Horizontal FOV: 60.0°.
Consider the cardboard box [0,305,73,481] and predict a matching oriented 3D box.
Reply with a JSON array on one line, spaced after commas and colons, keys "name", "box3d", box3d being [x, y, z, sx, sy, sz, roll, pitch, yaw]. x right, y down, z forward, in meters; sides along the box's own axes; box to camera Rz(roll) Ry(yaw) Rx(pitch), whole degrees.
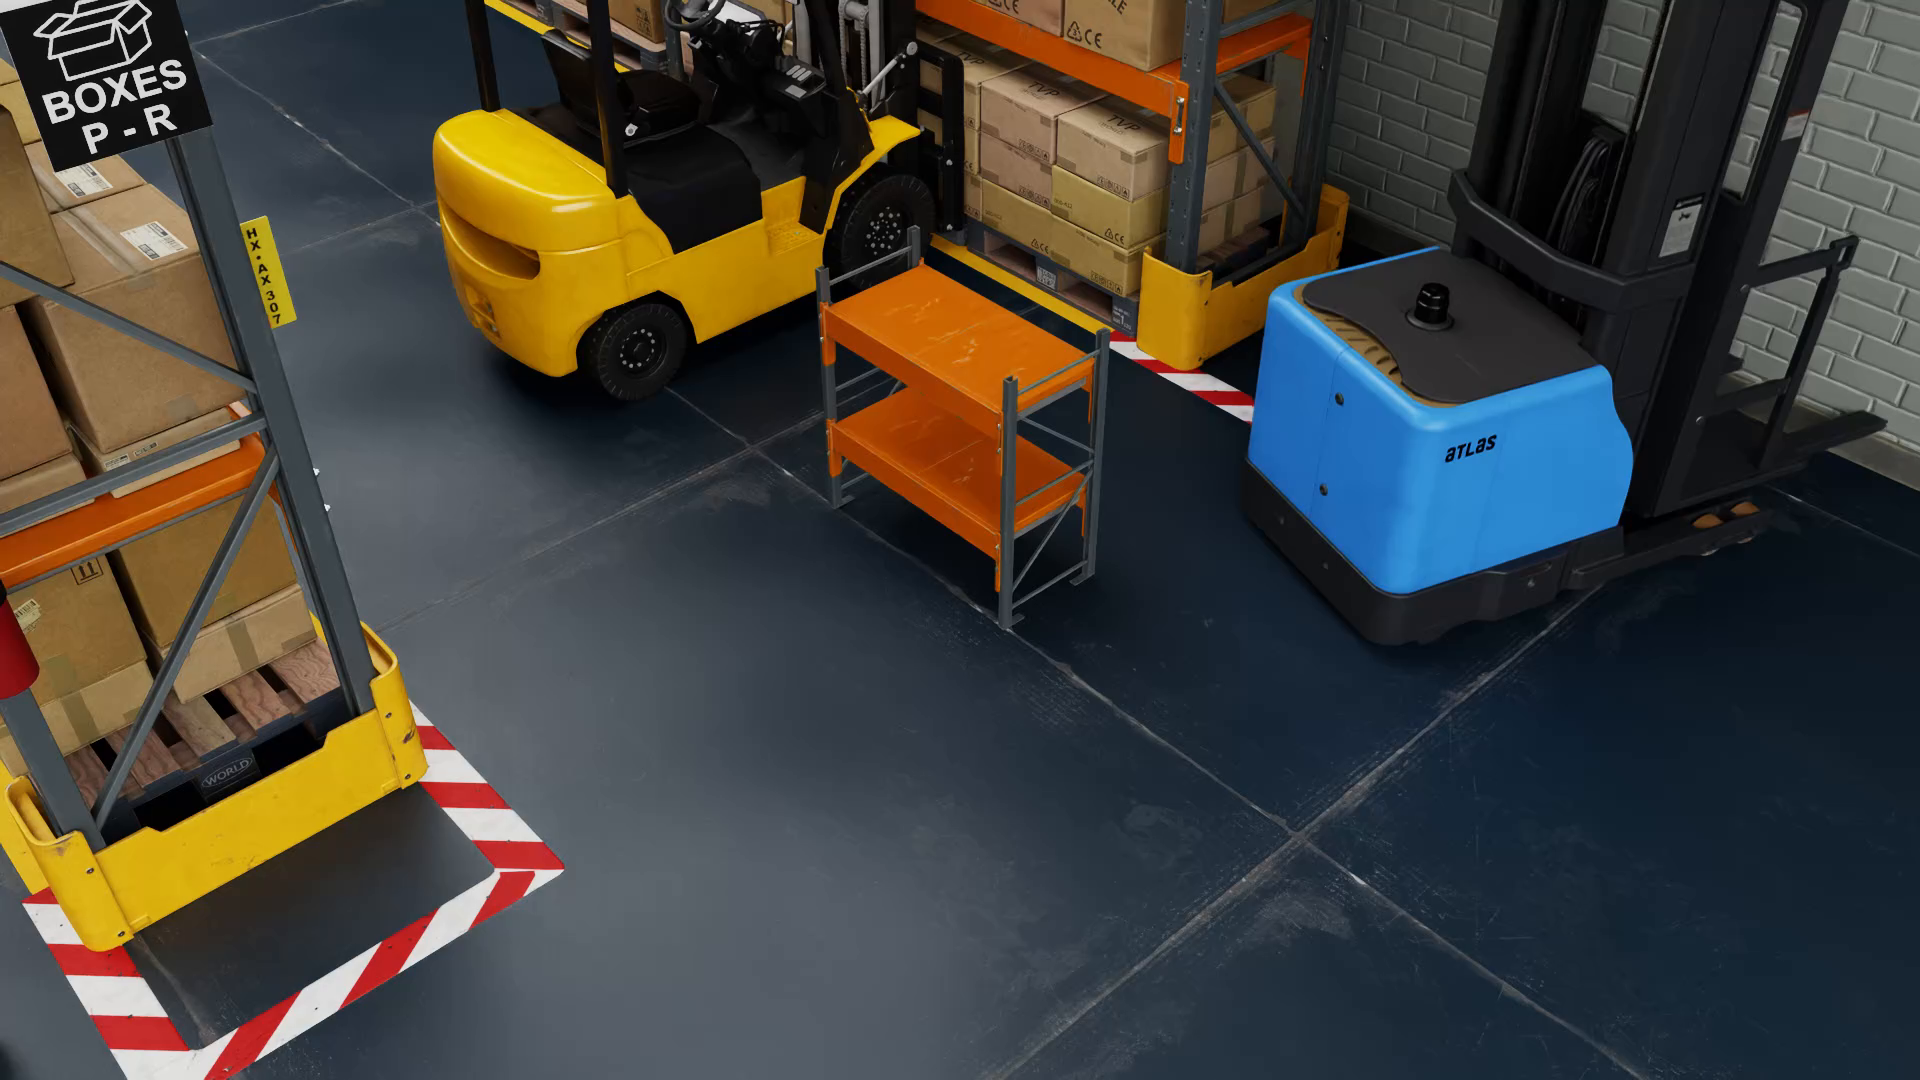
[{"name": "cardboard box", "box3d": [-2.884, -0.452, 4.606, 0.500, 0.500, 0.500, -31, 48, -32]}]

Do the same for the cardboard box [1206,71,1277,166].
[{"name": "cardboard box", "box3d": [1.154, -2.060, 7.971, 0.500, 0.250, 0.500, -31, 48, -32]}]

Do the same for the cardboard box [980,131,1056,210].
[{"name": "cardboard box", "box3d": [0.449, -1.891, 8.161, 0.500, 0.250, 0.500, -30, 48, -32]}]

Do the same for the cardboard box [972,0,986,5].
[{"name": "cardboard box", "box3d": [0.123, -2.910, 7.886, 0.500, 0.500, 0.500, -31, 48, -32]}]

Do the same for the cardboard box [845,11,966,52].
[{"name": "cardboard box", "box3d": [-0.237, -2.538, 8.564, 0.500, 0.250, 0.500, -31, 48, -33]}]

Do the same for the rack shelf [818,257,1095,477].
[{"name": "rack shelf", "box3d": [-0.005, -0.668, 6.217, 0.538, 0.278, 1.000, -30, 48, -32]}]

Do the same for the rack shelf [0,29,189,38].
[{"name": "rack shelf", "box3d": [-3.667, -1.976, 4.994, 1.077, 0.370, 4.000, -30, 48, -32]}]

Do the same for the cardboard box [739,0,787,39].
[{"name": "cardboard box", "box3d": [-0.931, -3.010, 9.148, 0.500, 0.250, 0.500, -30, 48, -32]}]

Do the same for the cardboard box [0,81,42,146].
[{"name": "cardboard box", "box3d": [-3.128, -1.128, 5.443, 0.500, 0.500, 0.500, -31, 48, -33]}]

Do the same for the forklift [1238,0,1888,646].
[{"name": "forklift", "box3d": [2.702, -1.364, 6.106, 3.031, 2.935, 1.130, -16, 42, -19]}]

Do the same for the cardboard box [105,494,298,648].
[{"name": "cardboard box", "box3d": [-2.672, -0.050, 5.682, 0.500, 0.500, 0.500, -32, 49, -33]}]

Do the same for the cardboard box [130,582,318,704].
[{"name": "cardboard box", "box3d": [-2.656, 0.253, 5.904, 0.500, 0.250, 0.500, -30, 48, -32]}]

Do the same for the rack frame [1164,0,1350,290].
[{"name": "rack frame", "box3d": [1.340, -2.274, 7.178, 1.000, 3.000, 0.127, -30, 48, -32]}]

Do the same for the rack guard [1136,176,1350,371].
[{"name": "rack guard", "box3d": [1.356, -1.290, 7.950, 1.175, 0.500, 0.348, -30, 48, -32]}]

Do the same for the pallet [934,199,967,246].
[{"name": "pallet", "box3d": [-0.029, -2.090, 9.169, 1.003, 0.211, 1.213, -30, 48, -32]}]

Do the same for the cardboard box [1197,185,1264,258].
[{"name": "cardboard box", "box3d": [1.152, -1.678, 8.295, 0.500, 0.250, 0.500, -30, 48, -32]}]

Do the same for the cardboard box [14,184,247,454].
[{"name": "cardboard box", "box3d": [-2.430, -0.655, 4.857, 0.500, 0.500, 0.500, -31, 48, -32]}]

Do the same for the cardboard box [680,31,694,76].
[{"name": "cardboard box", "box3d": [-1.282, -2.854, 9.751, 0.500, 0.250, 0.500, -29, 47, -31]}]

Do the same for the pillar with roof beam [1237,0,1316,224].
[{"name": "pillar with roof beam", "box3d": [-1.638, -3.484, 3.901, 9.100, 9.000, 0.400, -30, 48, -32]}]

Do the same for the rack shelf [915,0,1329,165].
[{"name": "rack shelf", "box3d": [-0.013, -2.920, 8.550, 1.077, 0.370, 4.000, -30, 48, -32]}]

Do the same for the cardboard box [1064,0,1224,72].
[{"name": "cardboard box", "box3d": [0.814, -2.429, 7.291, 0.500, 0.500, 0.500, -31, 48, -33]}]

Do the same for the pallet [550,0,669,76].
[{"name": "pallet", "box3d": [-1.893, -3.365, 10.748, 1.003, 0.211, 1.213, -30, 48, -32]}]

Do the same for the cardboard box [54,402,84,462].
[{"name": "cardboard box", "box3d": [-2.573, -0.421, 5.084, 0.380, 0.149, 0.250, -29, 47, -31]}]

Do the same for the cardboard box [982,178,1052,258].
[{"name": "cardboard box", "box3d": [0.460, -1.685, 8.303, 0.500, 0.250, 0.500, -30, 48, -32]}]

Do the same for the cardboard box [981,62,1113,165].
[{"name": "cardboard box", "box3d": [0.449, -2.071, 7.985, 0.500, 0.250, 0.500, -29, 47, -31]}]

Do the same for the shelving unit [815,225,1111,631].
[{"name": "shelving unit", "box3d": [-0.005, -0.441, 6.400, 0.538, 1.125, 1.048, -30, 48, -32]}]

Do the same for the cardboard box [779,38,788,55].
[{"name": "cardboard box", "box3d": [-0.924, -2.826, 9.318, 0.500, 0.250, 0.500, -30, 48, -32]}]

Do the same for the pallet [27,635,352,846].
[{"name": "pallet", "box3d": [-2.889, 0.496, 5.968, 1.003, 0.211, 1.213, -30, 48, -32]}]

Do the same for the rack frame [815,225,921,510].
[{"name": "rack frame", "box3d": [-0.348, -0.676, 6.692, 0.500, 1.125, 0.032, -30, 48, -32]}]

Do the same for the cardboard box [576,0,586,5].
[{"name": "cardboard box", "box3d": [-2.246, -3.964, 10.826, 0.875, 0.625, 0.625, -30, 48, -32]}]

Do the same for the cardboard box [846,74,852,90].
[{"name": "cardboard box", "box3d": [-0.251, -2.354, 8.734, 0.500, 0.250, 0.500, -30, 48, -32]}]

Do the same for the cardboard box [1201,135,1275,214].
[{"name": "cardboard box", "box3d": [1.175, -1.868, 8.132, 0.500, 0.250, 0.500, -29, 47, -31]}]

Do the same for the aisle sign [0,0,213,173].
[{"name": "aisle sign", "box3d": [-2.044, -1.277, 3.875, 0.394, 0.787, 0.004, -30, 48, -32]}]
